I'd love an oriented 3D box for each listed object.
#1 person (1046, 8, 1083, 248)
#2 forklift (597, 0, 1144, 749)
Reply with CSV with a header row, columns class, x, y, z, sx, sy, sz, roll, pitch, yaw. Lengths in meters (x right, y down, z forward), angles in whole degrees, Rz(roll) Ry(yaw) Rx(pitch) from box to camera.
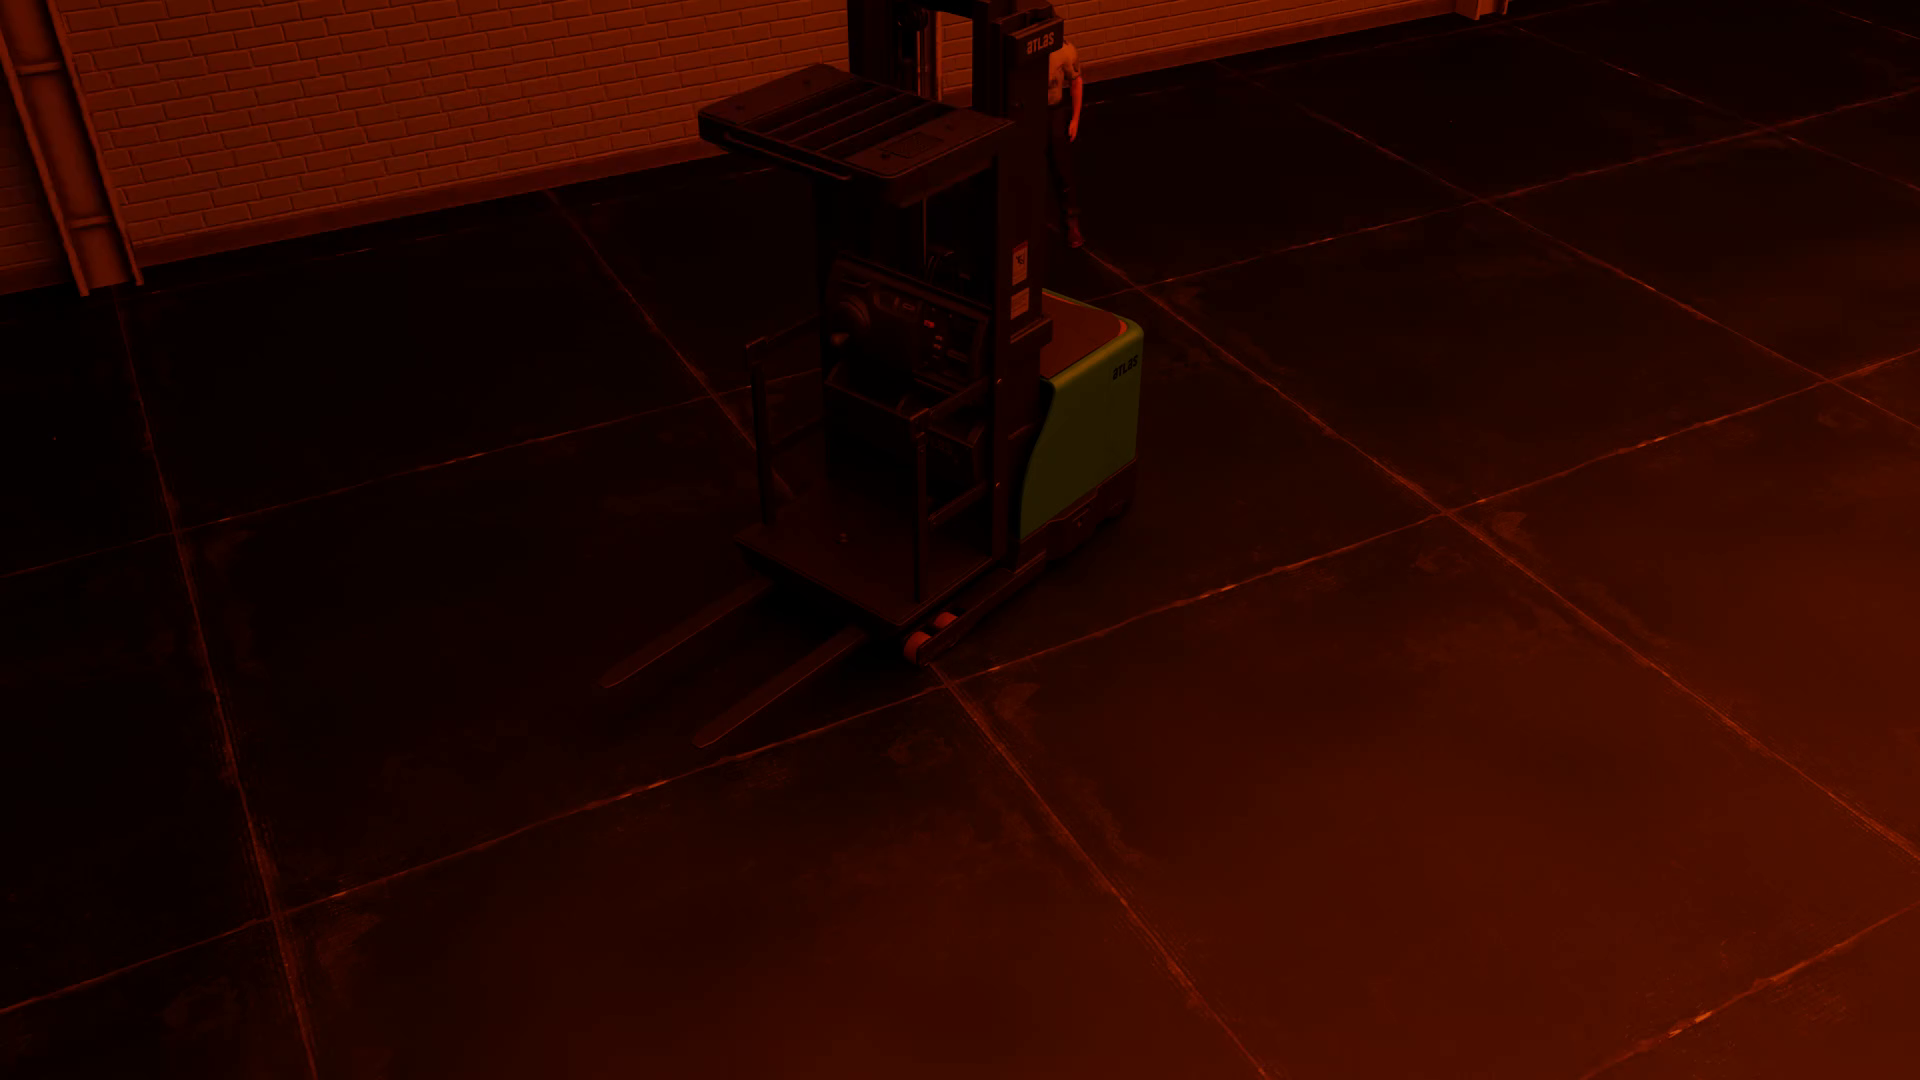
class,x,y,z,sx,sy,sz,roll,pitch,yaw
person,0.558,-2.815,11.226,0.659,1.650,0.431,8,36,11
forklift,-0.390,-0.927,7.434,1.130,2.935,3.031,26,43,31
